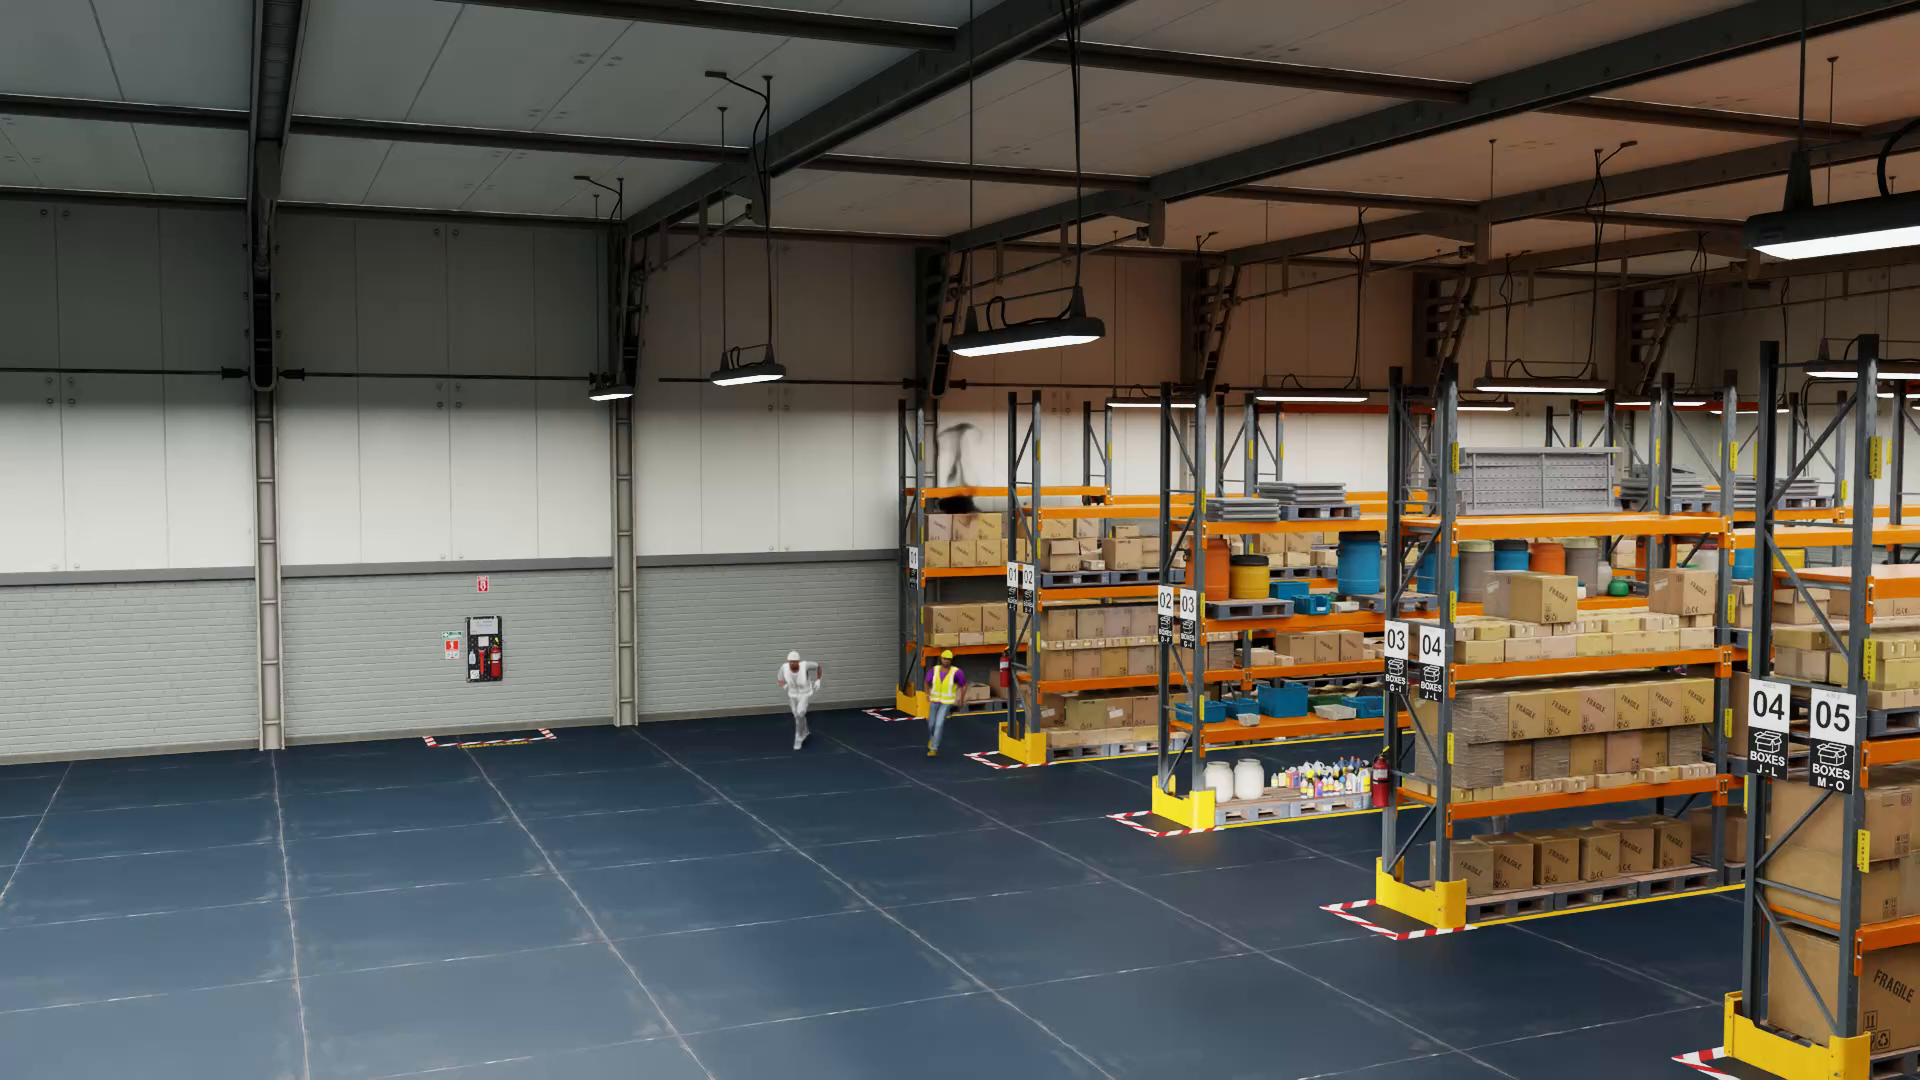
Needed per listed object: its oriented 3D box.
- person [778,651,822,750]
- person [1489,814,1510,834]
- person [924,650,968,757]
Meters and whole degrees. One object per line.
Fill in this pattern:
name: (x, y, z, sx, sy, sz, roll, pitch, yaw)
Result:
person: (-2.703, 2.702, 28.241, 0.729, 1.720, 1.020, 1, 3, 10)
person: (6.923, 3.055, 21.307, 0.626, 1.746, 0.656, -2, 4, -26)
person: (-0.257, 2.681, 27.452, 0.735, 1.744, 0.879, 1, 3, 14)
